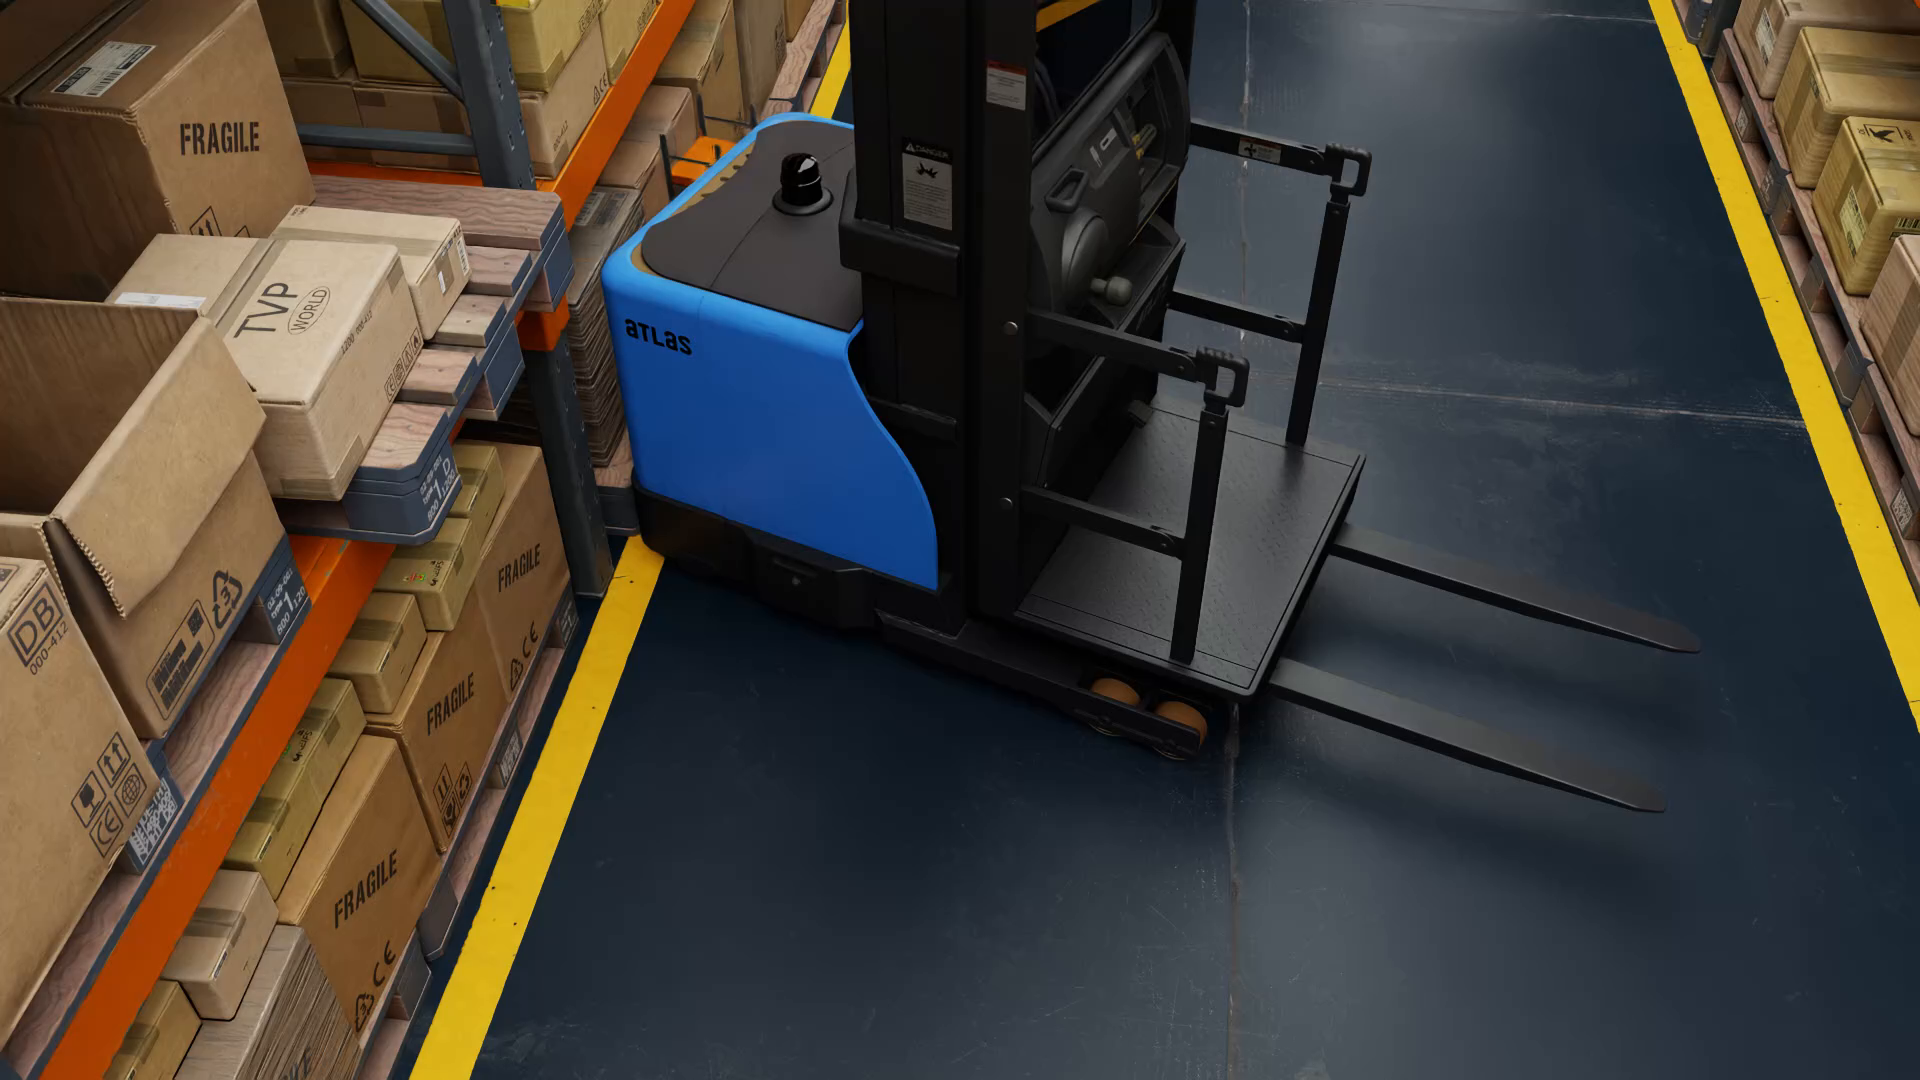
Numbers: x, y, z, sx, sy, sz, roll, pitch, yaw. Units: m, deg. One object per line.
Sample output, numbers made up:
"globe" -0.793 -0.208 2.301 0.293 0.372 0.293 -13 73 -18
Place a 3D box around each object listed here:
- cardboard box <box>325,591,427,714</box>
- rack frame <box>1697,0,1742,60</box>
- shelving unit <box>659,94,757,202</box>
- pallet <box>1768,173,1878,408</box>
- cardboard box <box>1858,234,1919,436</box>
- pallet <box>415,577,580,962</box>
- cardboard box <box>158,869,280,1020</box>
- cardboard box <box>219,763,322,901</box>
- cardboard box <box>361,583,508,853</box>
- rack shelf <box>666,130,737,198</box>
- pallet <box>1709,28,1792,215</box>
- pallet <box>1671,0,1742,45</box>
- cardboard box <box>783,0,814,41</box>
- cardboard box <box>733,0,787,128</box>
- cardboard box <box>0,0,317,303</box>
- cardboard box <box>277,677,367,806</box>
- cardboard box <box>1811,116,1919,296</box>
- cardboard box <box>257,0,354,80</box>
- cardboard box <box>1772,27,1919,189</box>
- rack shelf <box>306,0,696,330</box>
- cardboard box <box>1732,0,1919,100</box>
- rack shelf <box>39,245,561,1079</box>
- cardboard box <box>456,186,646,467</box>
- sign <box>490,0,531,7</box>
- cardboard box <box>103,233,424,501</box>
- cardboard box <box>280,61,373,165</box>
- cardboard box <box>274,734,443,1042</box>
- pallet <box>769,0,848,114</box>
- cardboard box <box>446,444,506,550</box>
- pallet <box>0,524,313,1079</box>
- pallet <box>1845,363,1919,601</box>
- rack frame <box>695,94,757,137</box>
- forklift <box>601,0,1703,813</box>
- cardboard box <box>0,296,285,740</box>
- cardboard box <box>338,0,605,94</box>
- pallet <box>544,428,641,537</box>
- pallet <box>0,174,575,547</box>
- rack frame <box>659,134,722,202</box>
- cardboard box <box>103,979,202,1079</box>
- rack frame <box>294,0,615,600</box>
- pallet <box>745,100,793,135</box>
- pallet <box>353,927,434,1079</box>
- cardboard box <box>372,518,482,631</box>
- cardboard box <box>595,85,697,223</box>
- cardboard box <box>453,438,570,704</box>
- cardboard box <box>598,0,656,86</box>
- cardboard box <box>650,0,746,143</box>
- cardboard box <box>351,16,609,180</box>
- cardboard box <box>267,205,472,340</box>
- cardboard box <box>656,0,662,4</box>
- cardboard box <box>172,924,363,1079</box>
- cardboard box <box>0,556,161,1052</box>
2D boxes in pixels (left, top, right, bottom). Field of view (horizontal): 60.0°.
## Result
"cardboard box" -1.471 0.249 3.847 0.380 0.149 0.250 4 44 4
"rack frame" 3.877 -3.272 6.524 1.000 3.000 0.127 5 44 6
"shelving unit" -0.764 -0.908 5.438 0.215 1.050 0.252 14 47 14
"pallet" 3.617 -0.895 6.042 1.003 0.211 1.213 5 44 6
"cardboard box" 3.522 -0.632 5.342 0.950 0.372 0.625 4 44 5
"pallet" -1.709 0.523 4.544 1.003 0.211 1.213 5 44 6
"cardboard box" -1.590 0.786 3.280 0.380 0.149 0.250 3 44 4
"cardboard box" -1.583 0.595 3.481 0.380 0.149 0.250 5 44 5
"cardboard box" -1.492 0.408 4.150 0.500 0.500 0.500 5 44 5
"rack shelf" -0.767 -1.102 5.245 0.215 0.259 0.240 14 47 14
"pallet" 3.776 -1.729 6.922 1.003 0.211 1.213 5 44 6
"pallet" 3.931 -2.721 7.970 1.003 0.211 1.213 5 44 6
"cardboard box" -1.101 -2.655 7.294 0.875 0.625 0.625 7 44 7
"cardboard box" -1.212 -2.126 6.736 0.875 0.625 0.625 5 44 5
"cardboard box" -1.795 -0.847 3.585 0.500 0.500 0.500 7 44 7
"cardboard box" -1.550 0.424 3.661 0.380 0.149 0.250 6 44 7
"cardboard box" 3.628 -1.149 5.887 0.950 0.372 0.625 7 44 7
"cardboard box" -1.788 -1.453 4.349 0.500 0.250 0.500 6 44 6
"cardboard box" 3.718 -1.623 6.388 0.950 0.372 0.625 8 44 8
"rack shelf" -1.308 -2.097 5.806 1.077 0.370 4.000 5 44 6
"cardboard box" 3.810 -2.113 6.906 0.950 0.372 0.625 6 44 6
"rack shelf" -1.837 0.629 2.927 1.077 0.370 4.000 5 44 6
"cardboard box" -1.476 -0.709 5.239 0.875 0.625 0.625 7 44 7
"sign" -1.033 -1.344 3.703 0.100 0.325 0.005 5 44 6
"cardboard box" -1.391 -0.344 3.236 0.500 0.250 0.500 3 44 4
"cardboard box" -1.767 -1.270 4.519 0.500 0.250 0.500 4 44 5
"cardboard box" -1.558 0.765 3.773 0.500 0.500 0.500 7 44 7
"pallet" -1.102 -2.203 7.423 1.003 0.211 1.213 5 44 6
"cardboard box" -1.387 -0.116 4.231 0.380 0.149 0.250 3 44 3
"pallet" -1.825 0.401 2.785 1.003 0.211 1.213 5 44 6
"pallet" 3.453 -0.066 5.166 1.003 0.211 1.213 5 44 6
"rack frame" -0.722 -0.989 5.519 0.200 1.050 0.008 14 47 14
"forklift" 0.564 -0.876 4.043 3.031 2.935 1.130 18 46 18
"cardboard box" -1.605 -0.056 2.746 0.797 0.503 0.637 4 44 5
"cardboard box" -1.247 -1.400 4.292 0.500 0.250 0.500 5 44 5
"pallet" -1.425 -0.540 5.667 1.003 0.211 1.213 5 44 6
"pallet" -1.592 -0.457 3.690 1.213 0.211 1.003 5 44 6
"rack frame" -0.805 -0.827 5.357 0.200 1.050 0.008 14 47 14
"cardboard box" -1.673 0.948 3.108 0.380 0.149 0.250 5 44 6
"rack frame" -1.572 -0.995 4.119 1.000 3.000 0.127 5 44 6
"pallet" -1.261 -1.369 6.542 1.003 0.211 1.213 5 44 6
"pallet" -1.872 1.352 3.668 1.003 0.211 1.213 5 44 6
"cardboard box" -1.392 0.073 4.032 0.380 0.149 0.250 3 44 3
"cardboard box" -1.398 -1.155 5.710 0.875 0.625 0.625 7 44 7
"cardboard box" -1.415 0.068 4.509 0.500 0.500 0.500 6 44 7
"cardboard box" -1.200 -1.563 4.828 0.500 0.250 0.500 4 44 5
"cardboard box" -1.309 -1.614 6.194 0.875 0.625 0.625 4 44 4
"cardboard box" -1.272 -1.221 4.467 0.500 0.250 0.500 5 44 6
"cardboard box" -1.279 -0.574 3.551 0.380 0.149 0.250 6 44 6
"cardboard box" -1.139 -1.915 5.199 0.500 0.250 0.500 4 44 4
"cardboard box" -1.609 1.121 3.397 0.500 0.500 0.500 4 44 4
"cardboard box" -1.643 0.345 2.326 0.700 0.500 0.500 5 44 5
